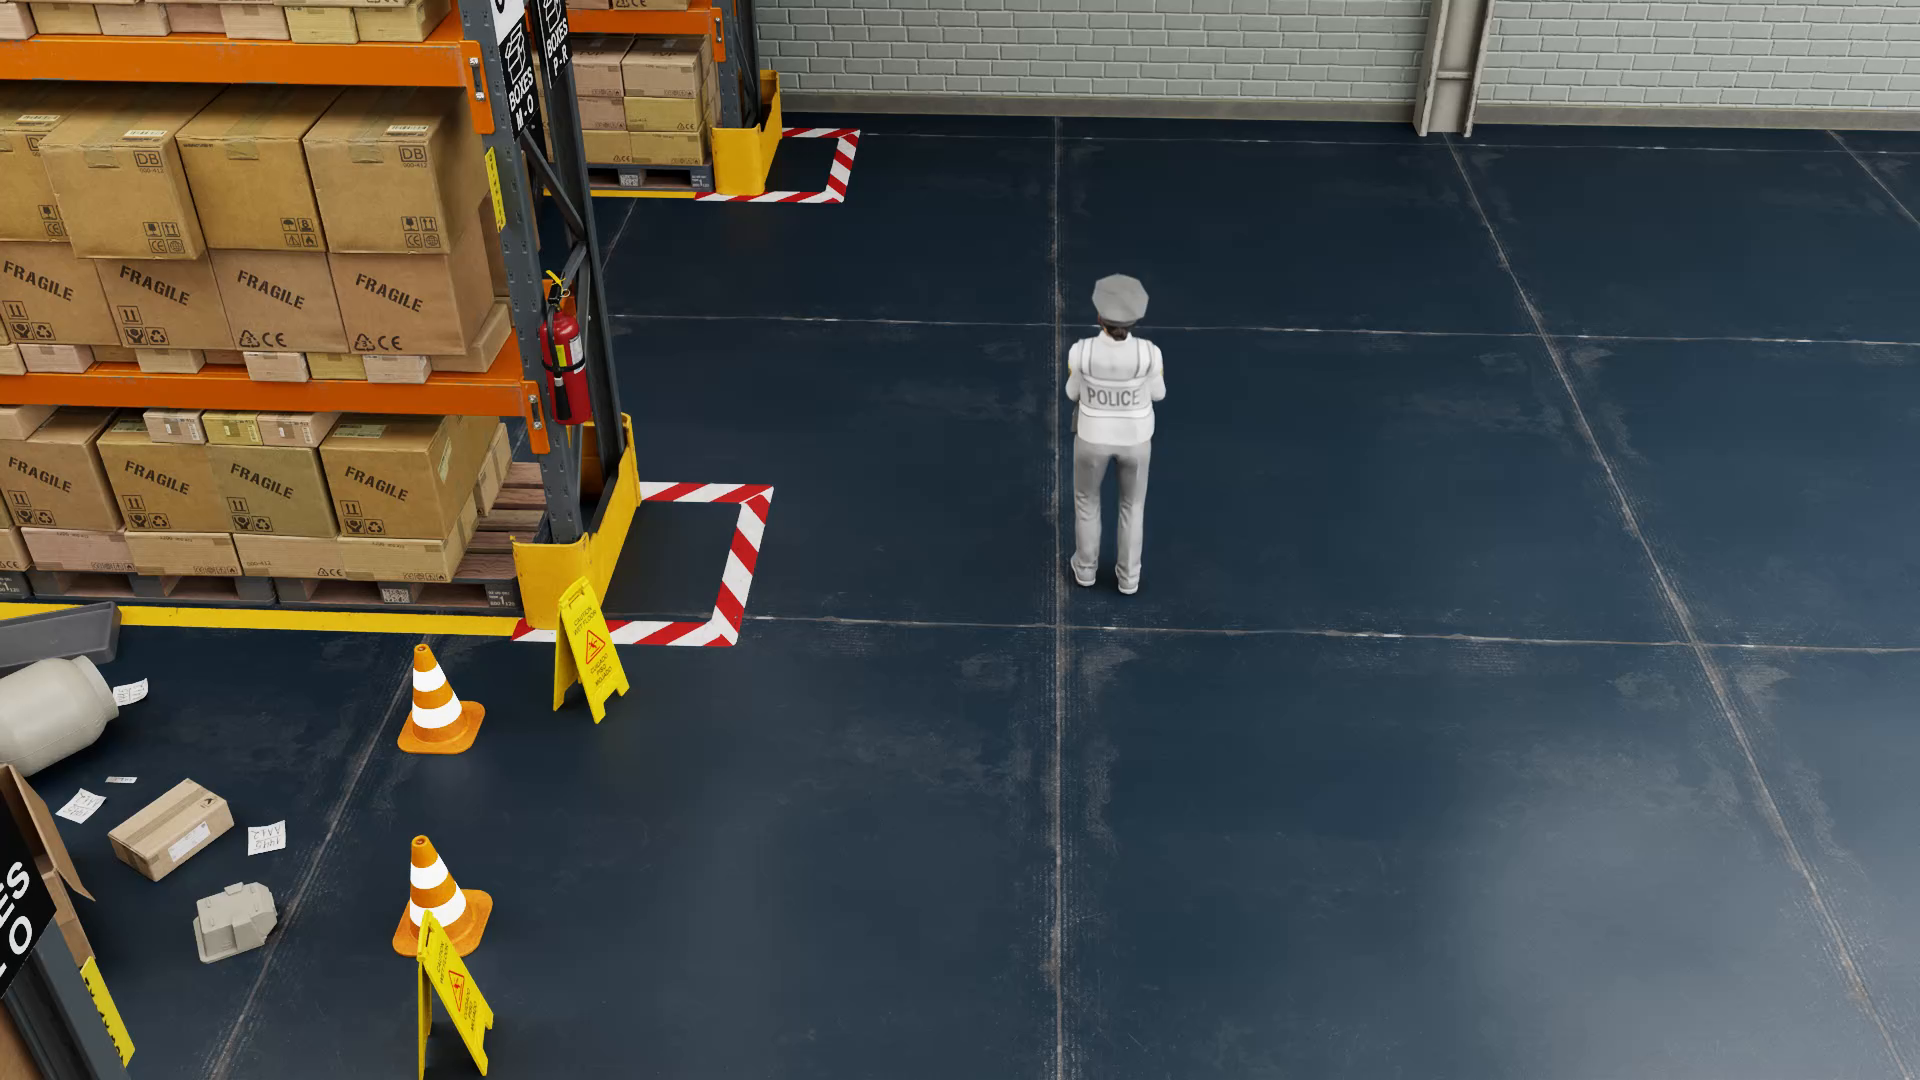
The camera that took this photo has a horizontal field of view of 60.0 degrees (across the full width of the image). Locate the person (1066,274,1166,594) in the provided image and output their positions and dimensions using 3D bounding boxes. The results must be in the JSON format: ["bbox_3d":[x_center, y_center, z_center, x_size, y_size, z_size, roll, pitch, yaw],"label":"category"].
[{"bbox_3d":[0.717,-0.513,7.806,0.459,1.687,0.546,2,36,3],"label":"person"}]
